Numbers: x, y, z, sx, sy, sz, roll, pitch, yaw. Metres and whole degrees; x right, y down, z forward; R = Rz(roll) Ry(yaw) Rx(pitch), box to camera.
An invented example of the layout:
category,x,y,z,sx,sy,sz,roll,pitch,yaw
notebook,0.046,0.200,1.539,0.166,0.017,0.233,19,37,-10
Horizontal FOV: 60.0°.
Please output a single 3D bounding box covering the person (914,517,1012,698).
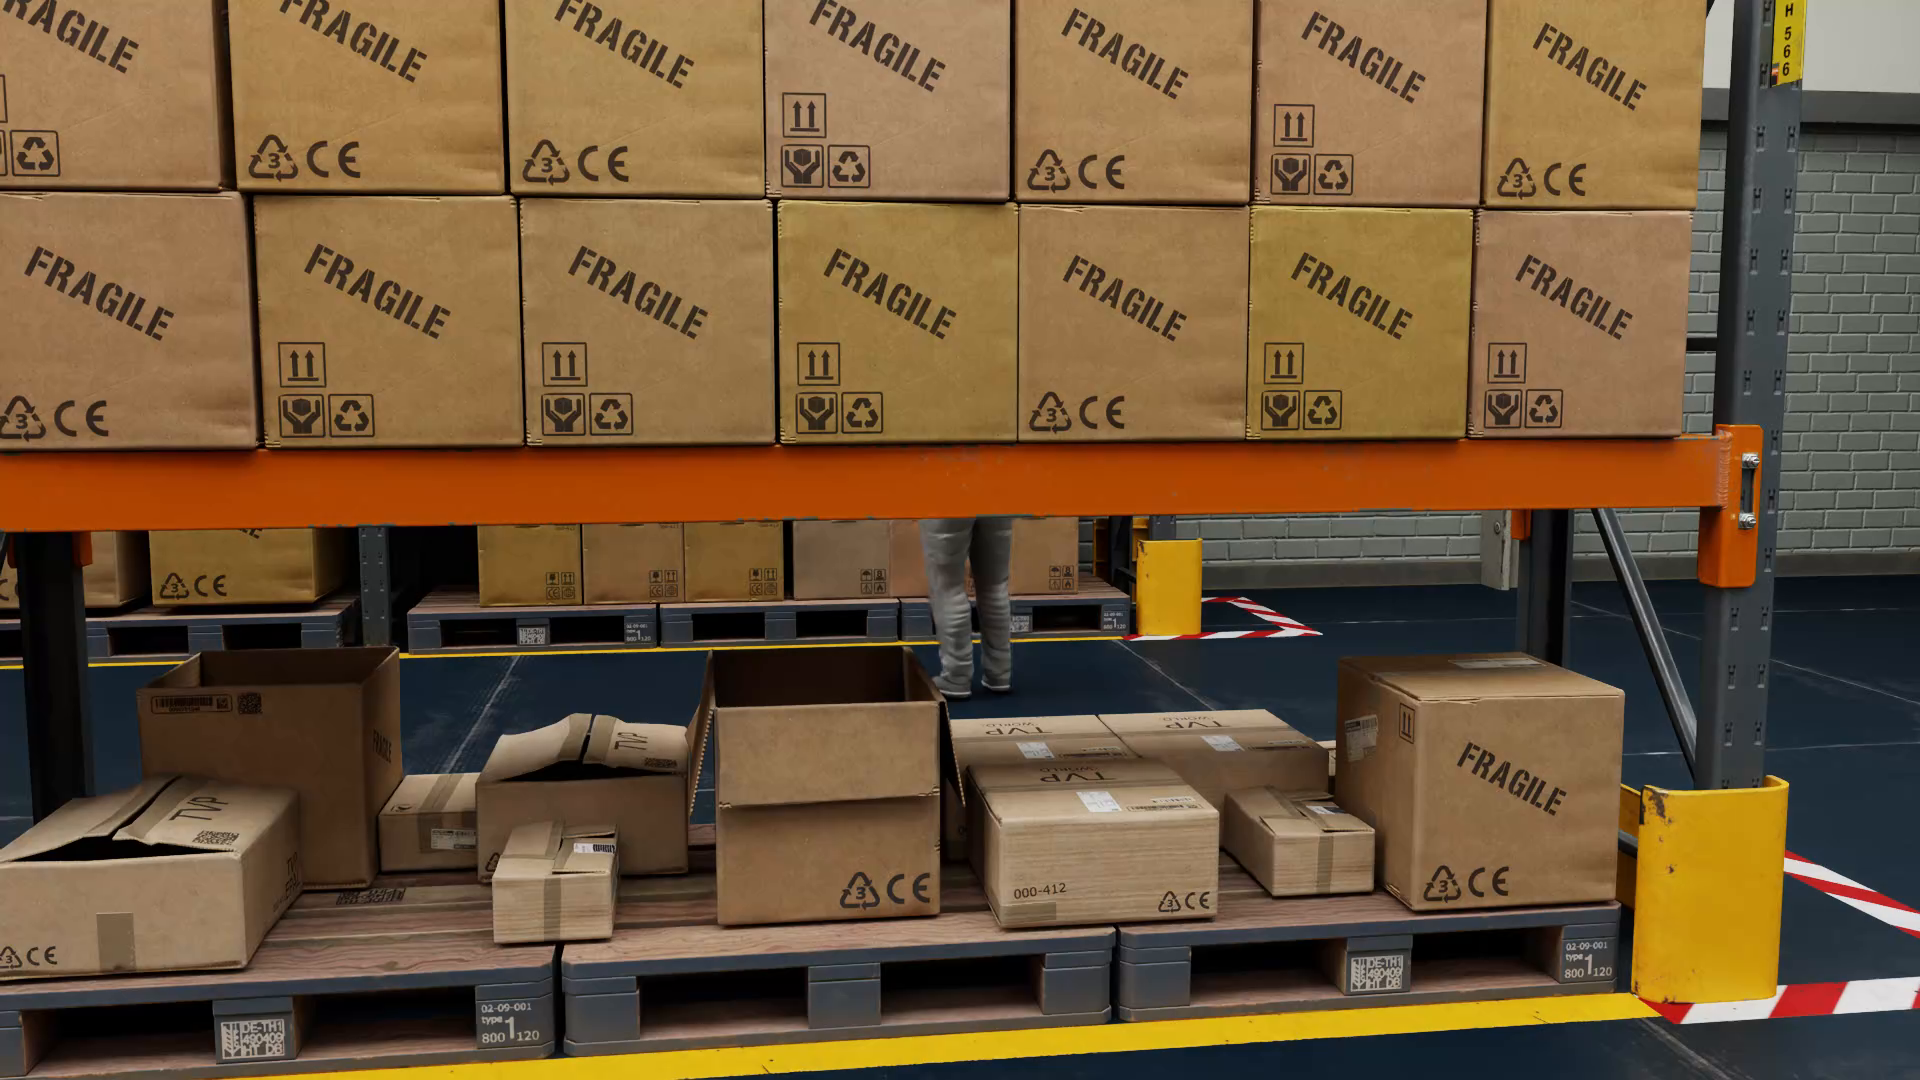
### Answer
category,x,y,z,sx,sy,sz,roll,pitch,yaw
person,0.025,-0.159,7.136,0.555,1.674,0.439,-4,8,-30
